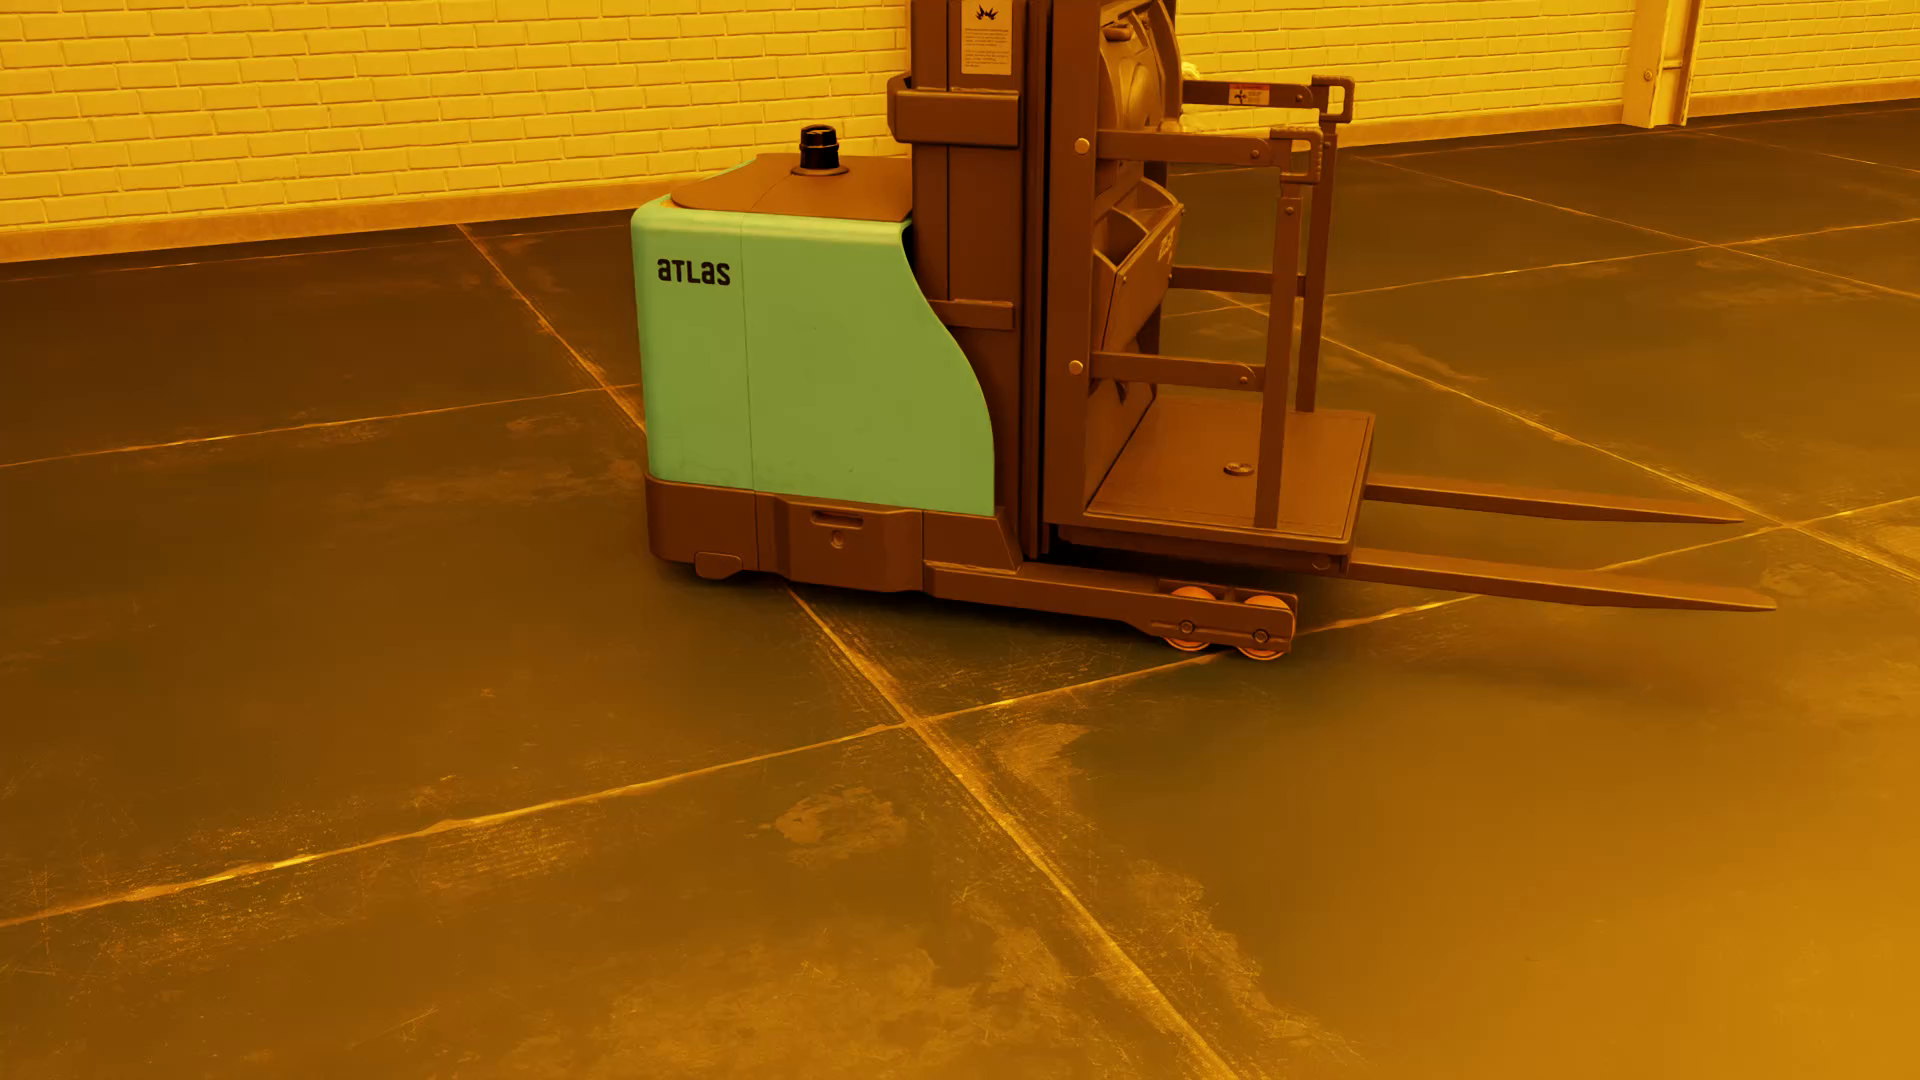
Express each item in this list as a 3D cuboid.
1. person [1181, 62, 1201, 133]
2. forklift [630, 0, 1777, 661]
[{"bbox_3d":[0.674,-1.487,6.755,1.021,1.483,0.788,-13,26,-28],"label":"person"},{"bbox_3d":[0.668,-1.266,4.334,3.031,2.935,1.130,6,23,15],"label":"forklift"}]
